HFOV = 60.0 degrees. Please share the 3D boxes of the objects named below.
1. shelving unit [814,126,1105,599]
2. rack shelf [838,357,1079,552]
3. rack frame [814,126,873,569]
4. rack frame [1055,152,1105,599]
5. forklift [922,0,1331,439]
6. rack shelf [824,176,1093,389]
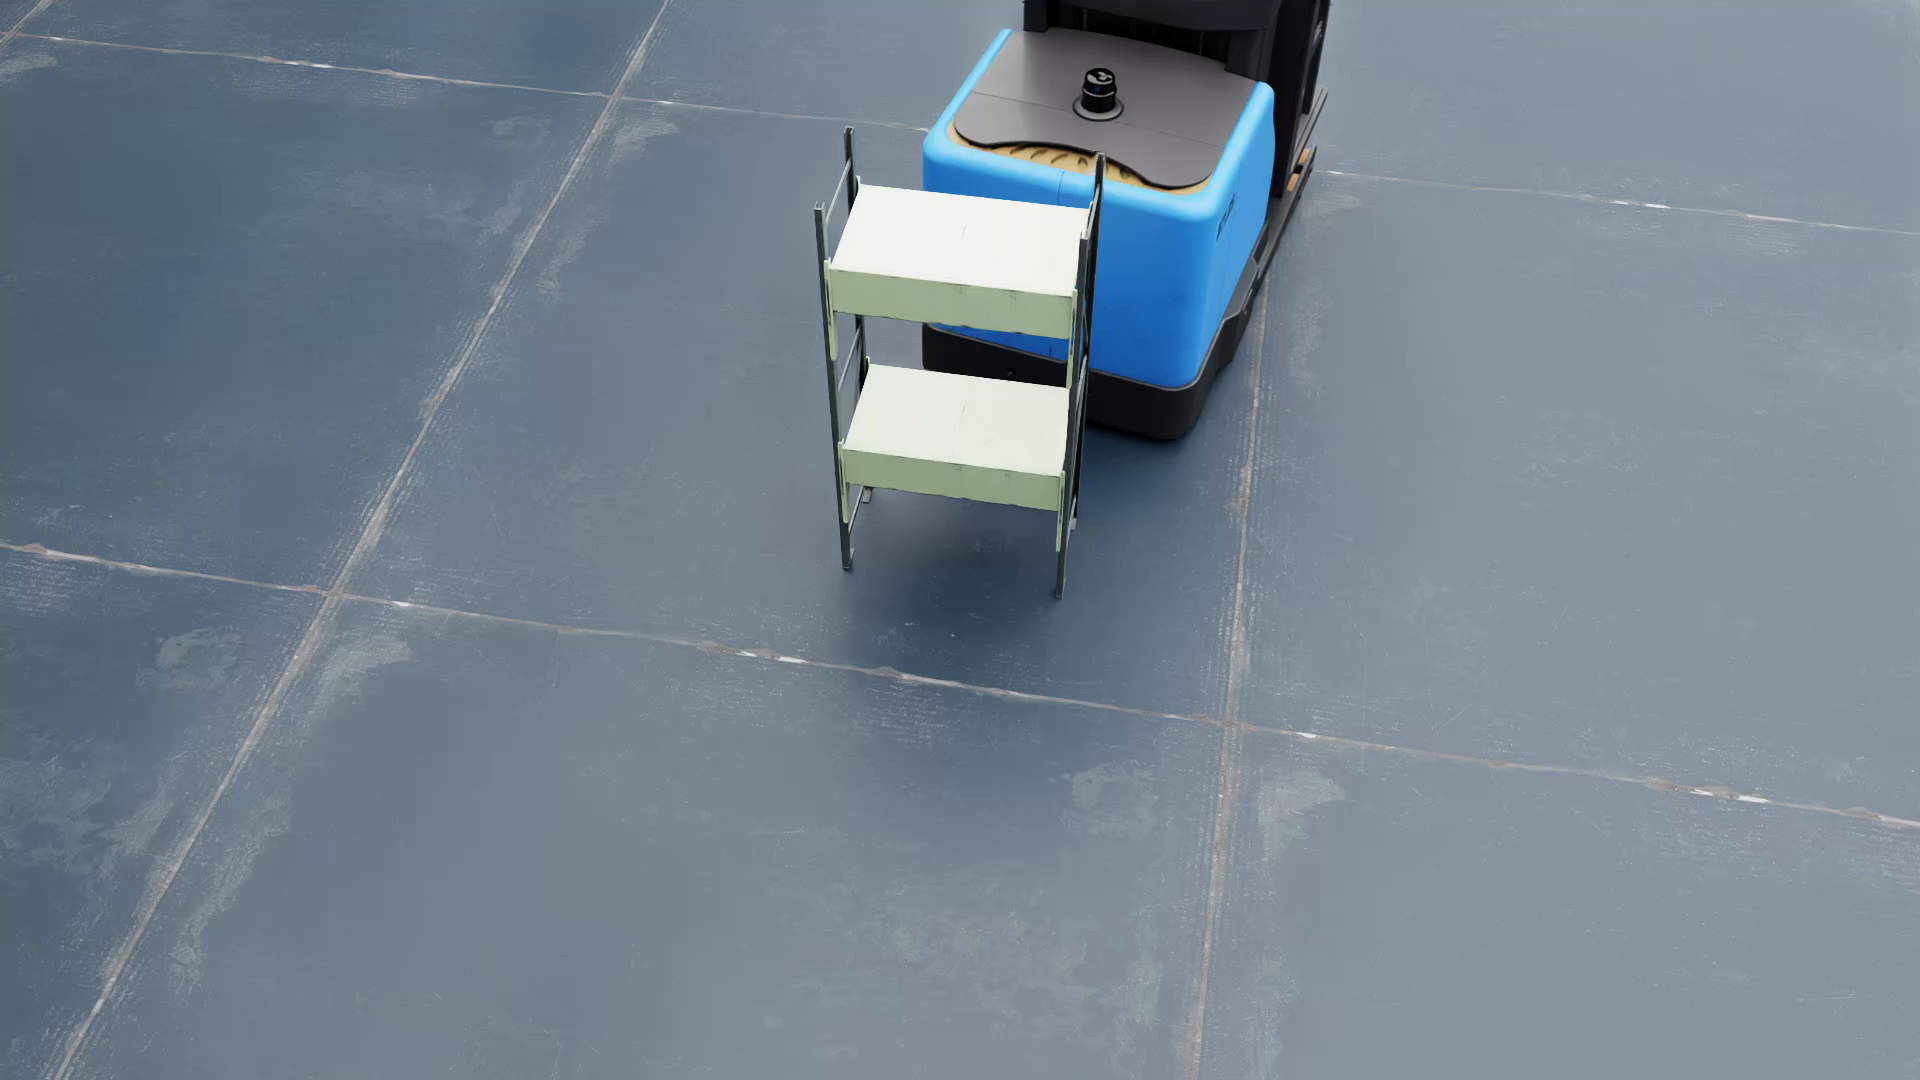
[{"bbox_3d":[0.007,-0.500,5.191,0.755,1.500,0.431,8,49,7],"label":"shelving unit"},{"bbox_3d":[0.007,-0.283,5.434,0.720,0.370,0.431,8,49,7],"label":"rack shelf"},{"bbox_3d":[-0.354,-0.549,5.235,0.023,1.500,0.400,8,49,7],"label":"rack frame"},{"bbox_3d":[0.367,-0.452,5.148,0.023,1.500,0.400,8,49,7],"label":"rack frame"},{"bbox_3d":[0.871,-2.460,5.990,1.130,2.935,3.031,16,50,14],"label":"forklift"},{"bbox_3d":[0.007,-0.761,4.901,0.720,0.370,0.431,8,49,7],"label":"rack shelf"}]
